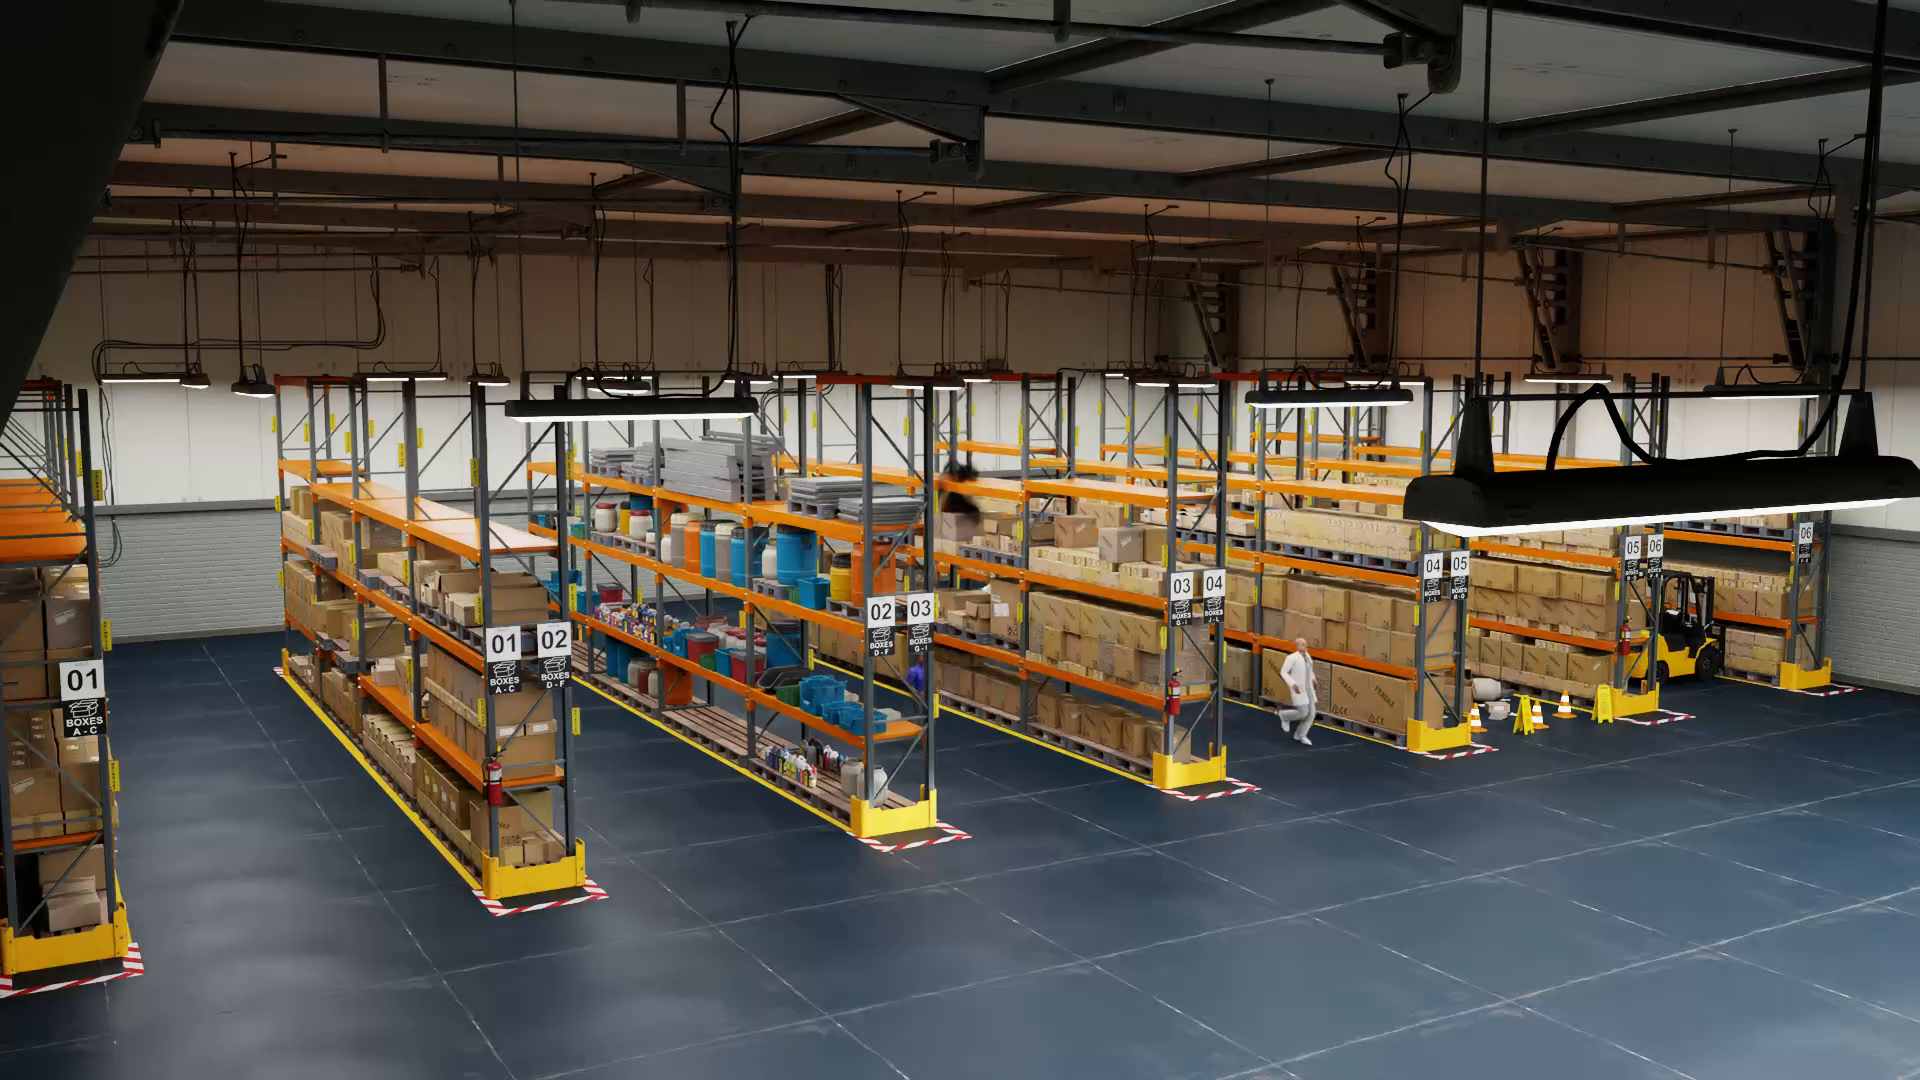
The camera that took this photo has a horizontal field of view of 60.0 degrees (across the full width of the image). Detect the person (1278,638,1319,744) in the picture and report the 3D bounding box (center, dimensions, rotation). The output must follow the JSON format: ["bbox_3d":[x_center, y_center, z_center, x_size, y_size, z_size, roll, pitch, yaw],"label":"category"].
[{"bbox_3d":[5.597,2.480,27.520,0.724,1.752,0.653,-5,8,-37],"label":"person"}]

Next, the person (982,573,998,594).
[{"bbox_3d":[0.720,1.537,35.947,0.573,1.696,0.846,-3,7,-22],"label":"person"}]

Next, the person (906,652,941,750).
[{"bbox_3d":[-0.623,2.587,26.990,0.576,1.593,0.614,-5,8,-41],"label":"person"}]
